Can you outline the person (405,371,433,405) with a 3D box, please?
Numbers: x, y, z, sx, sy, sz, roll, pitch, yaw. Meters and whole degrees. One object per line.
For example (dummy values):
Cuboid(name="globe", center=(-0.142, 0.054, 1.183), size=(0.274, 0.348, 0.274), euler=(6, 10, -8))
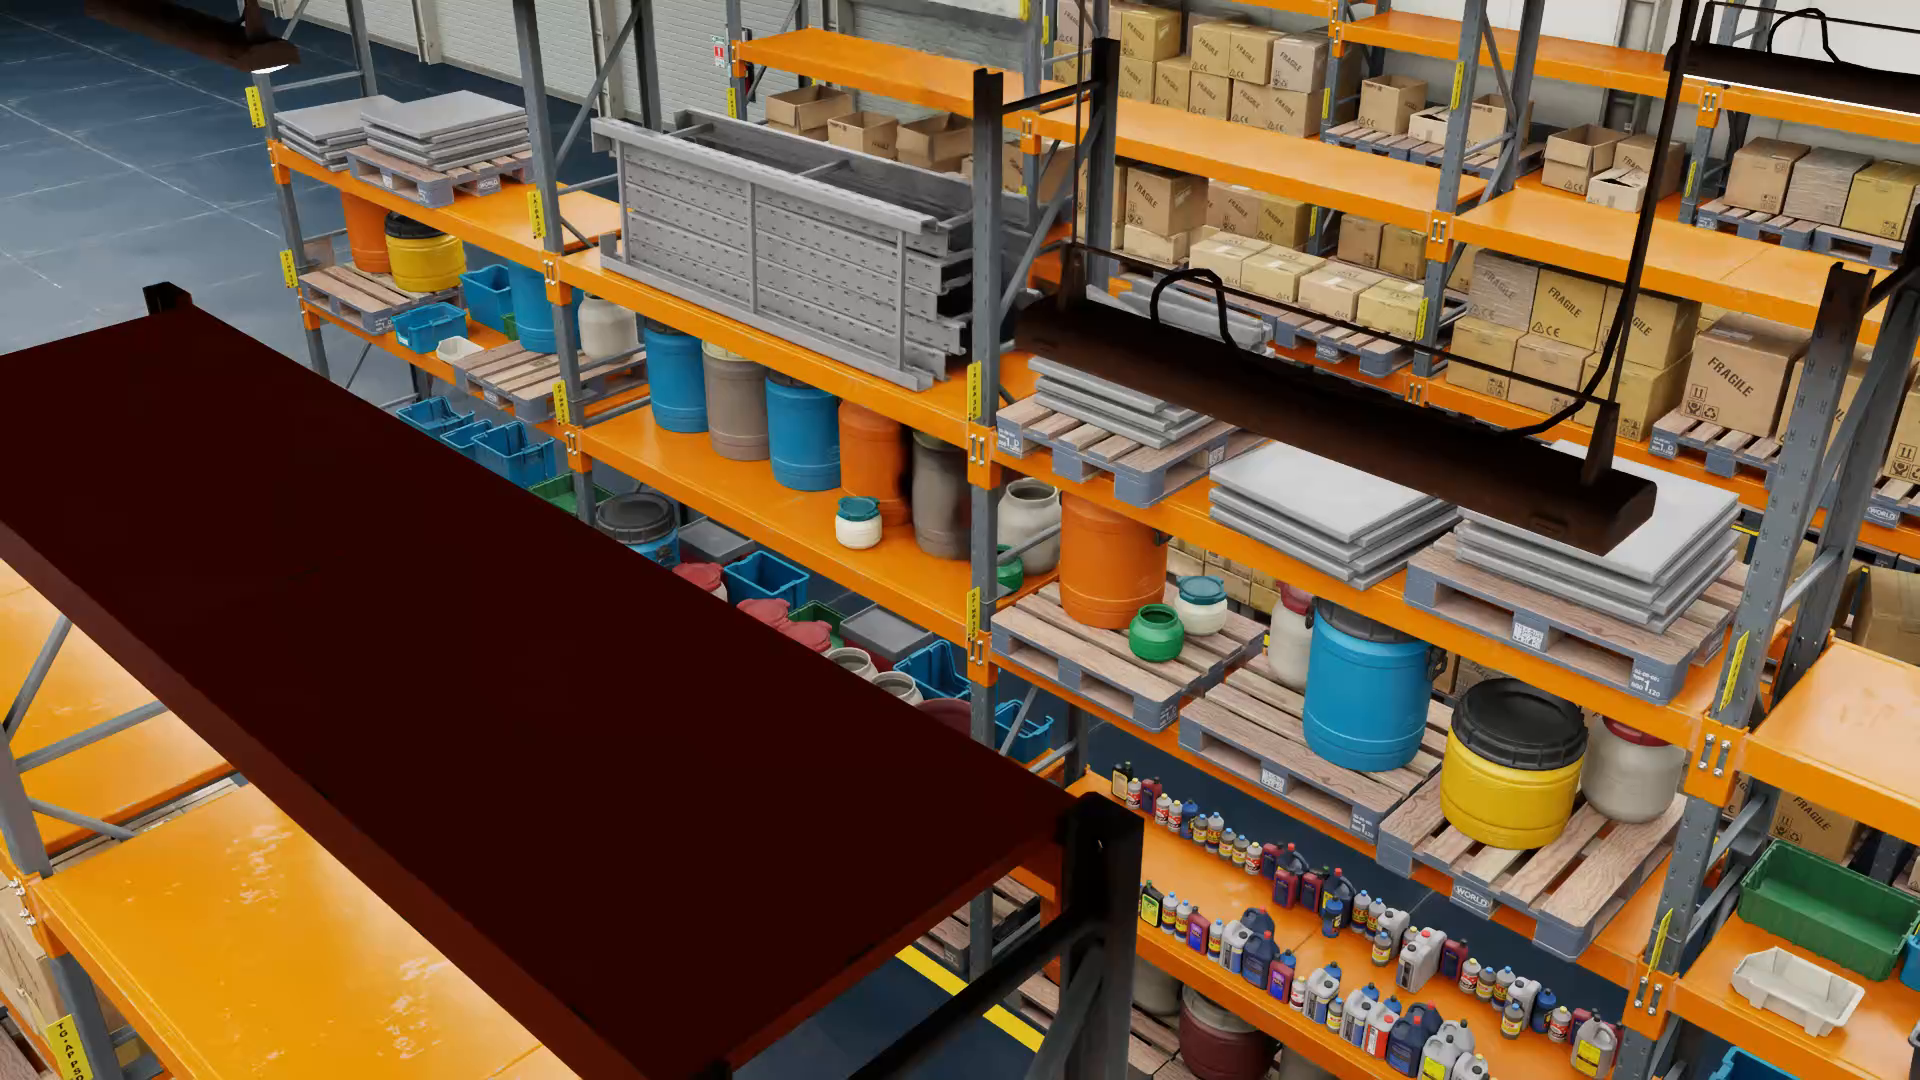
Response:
Cuboid(name="person", center=(-5.906, -2.417, 18.769), size=(0.963, 1.735, 0.672), euler=(-10, 31, -17))
